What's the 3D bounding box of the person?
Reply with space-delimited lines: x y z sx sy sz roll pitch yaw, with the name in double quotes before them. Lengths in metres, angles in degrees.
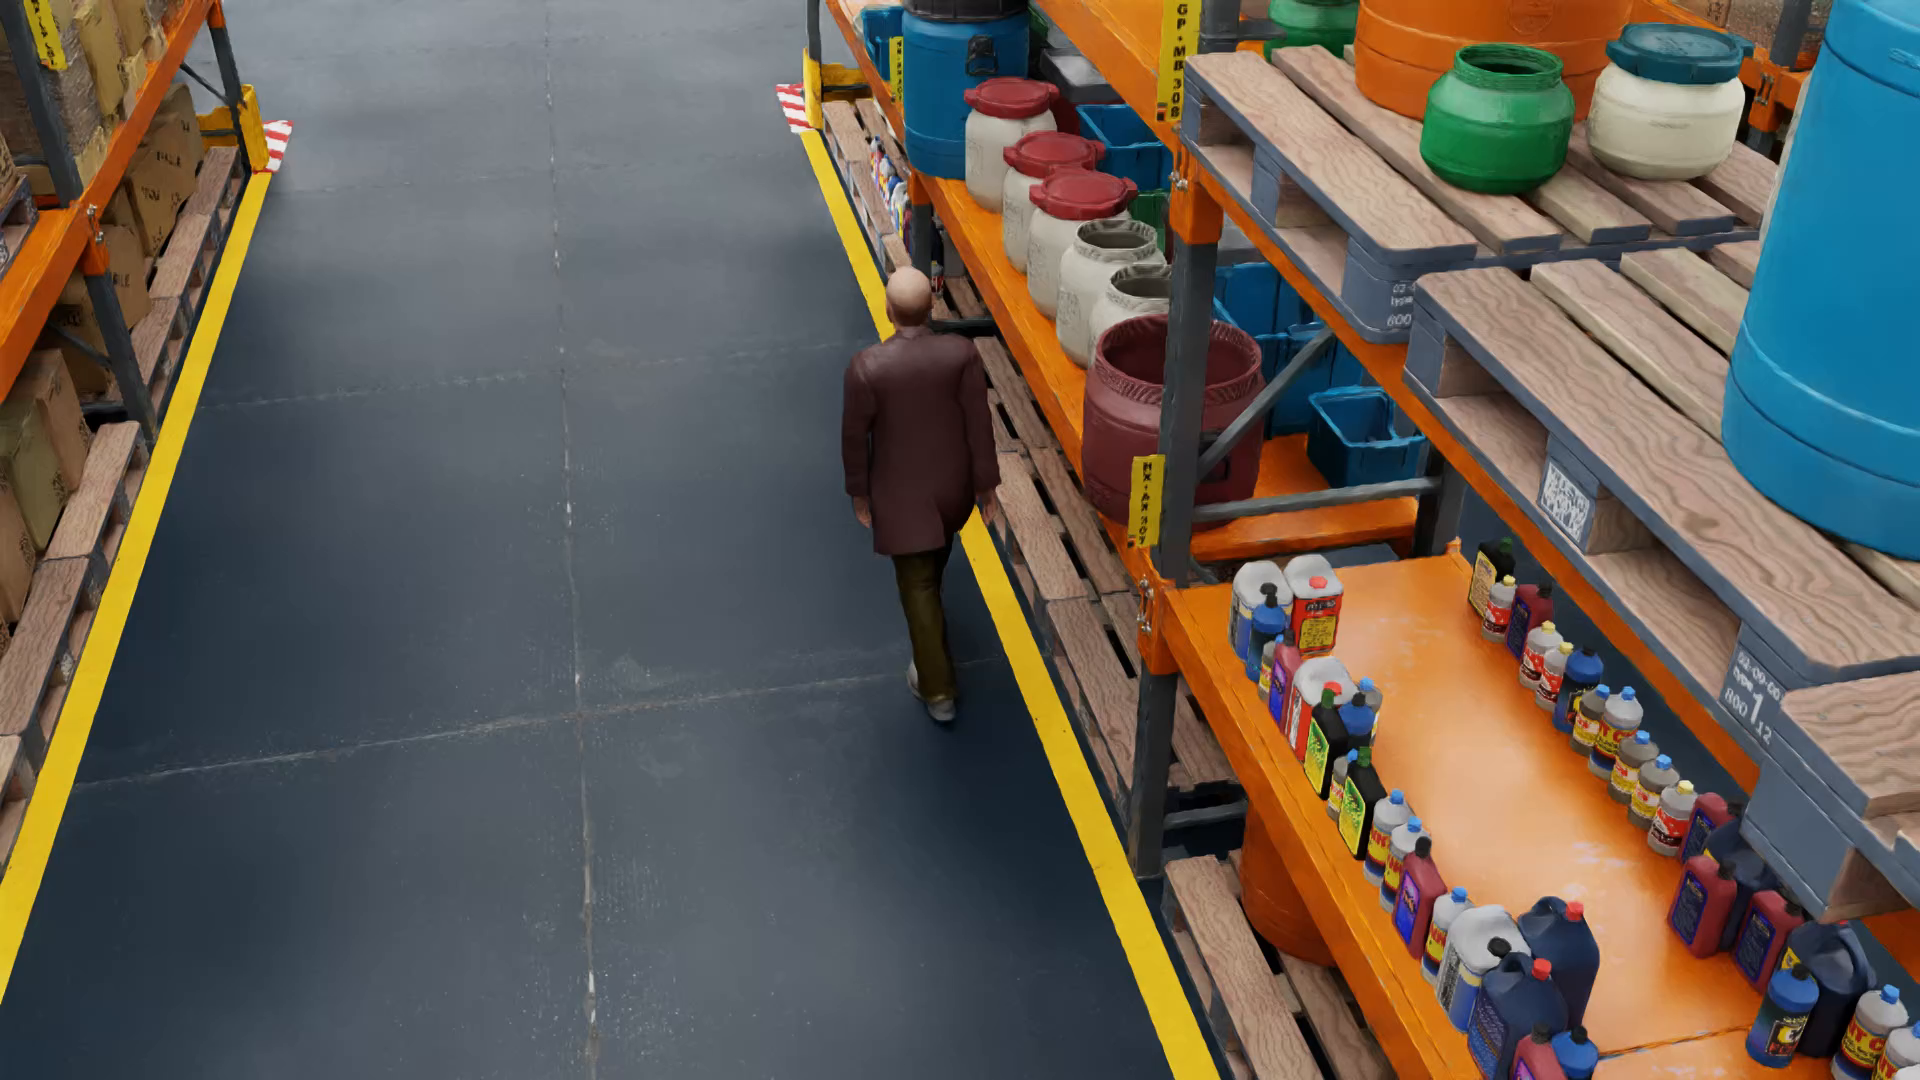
"person" -0.182 -0.282 6.580 0.595 1.701 1.152 -10 35 -15
